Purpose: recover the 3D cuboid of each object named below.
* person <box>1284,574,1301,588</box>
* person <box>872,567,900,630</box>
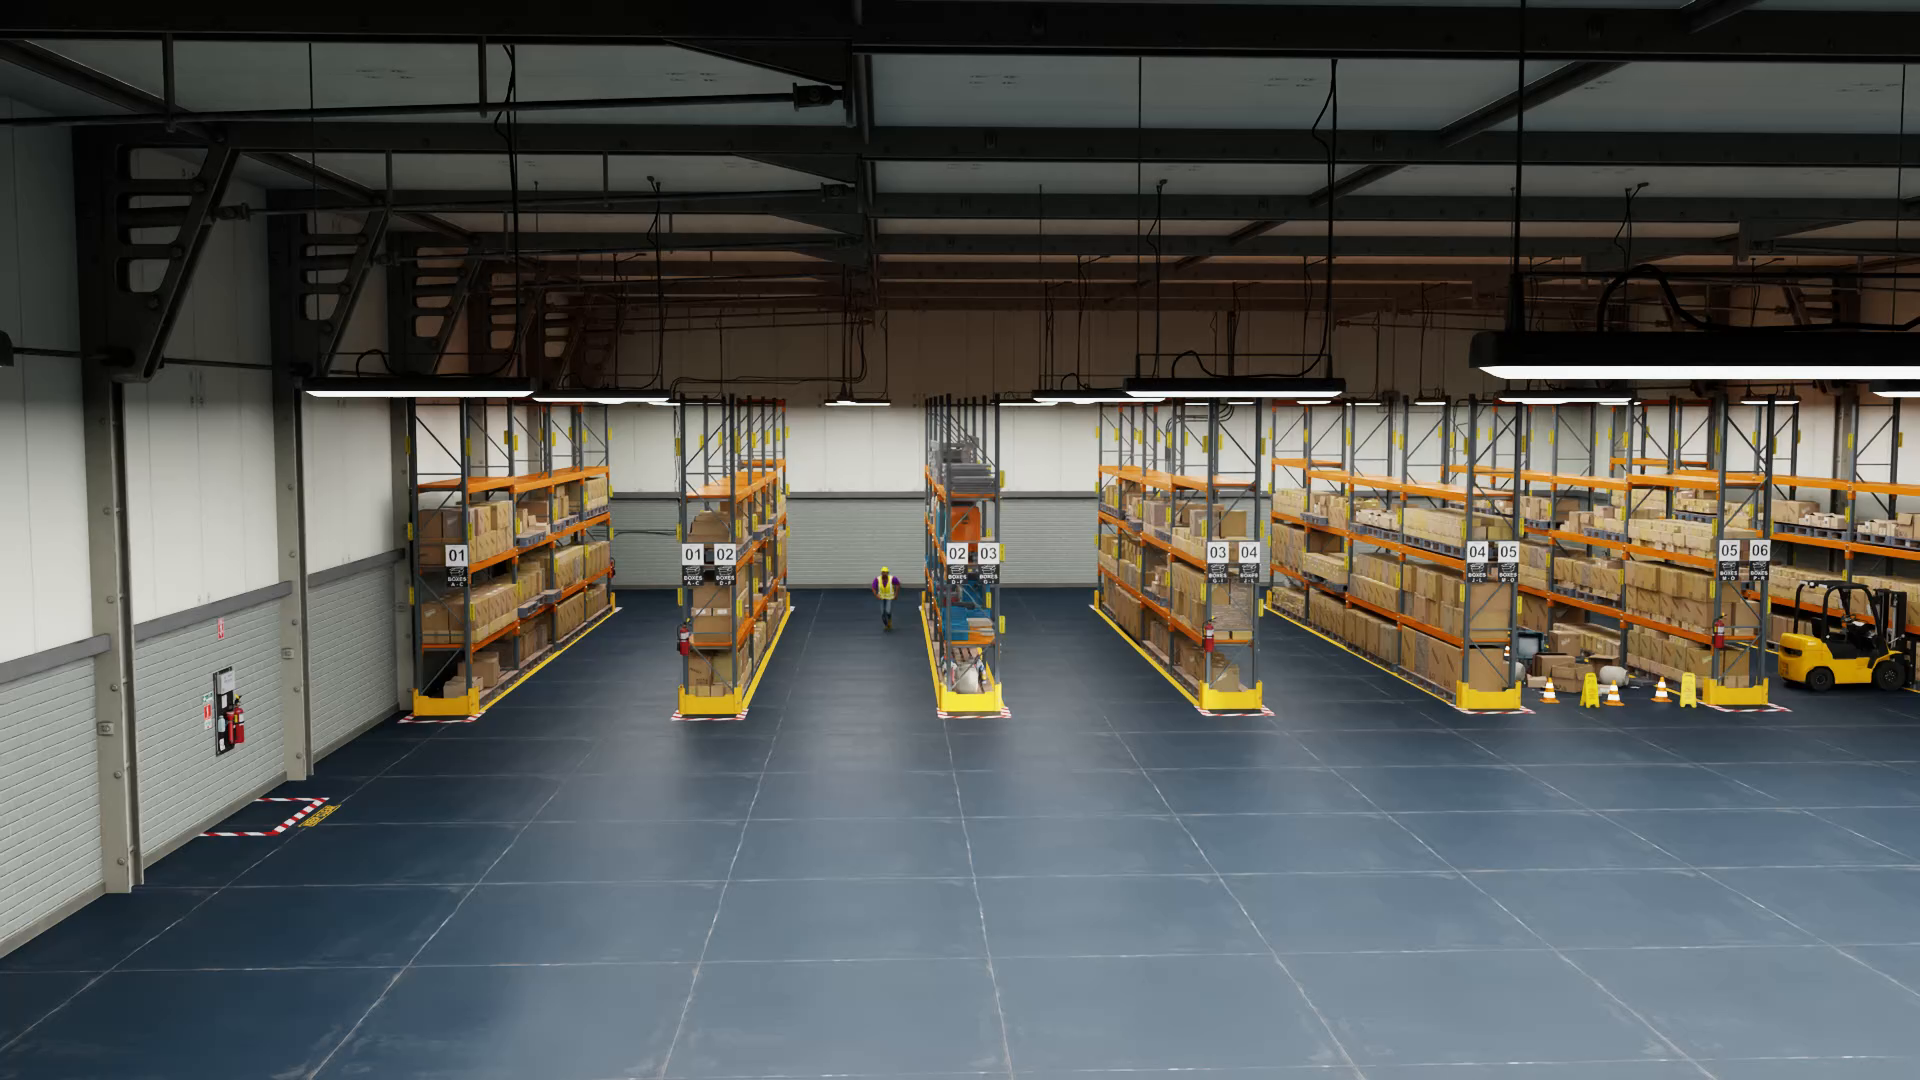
[{"bbox_3d":[10.046,0.935,50.191,0.967,1.633,0.426,-1,5,-10],"label":"person"},{"bbox_3d":[-1.907,1.502,42.905,0.717,1.667,0.691,1,5,7],"label":"person"}]
